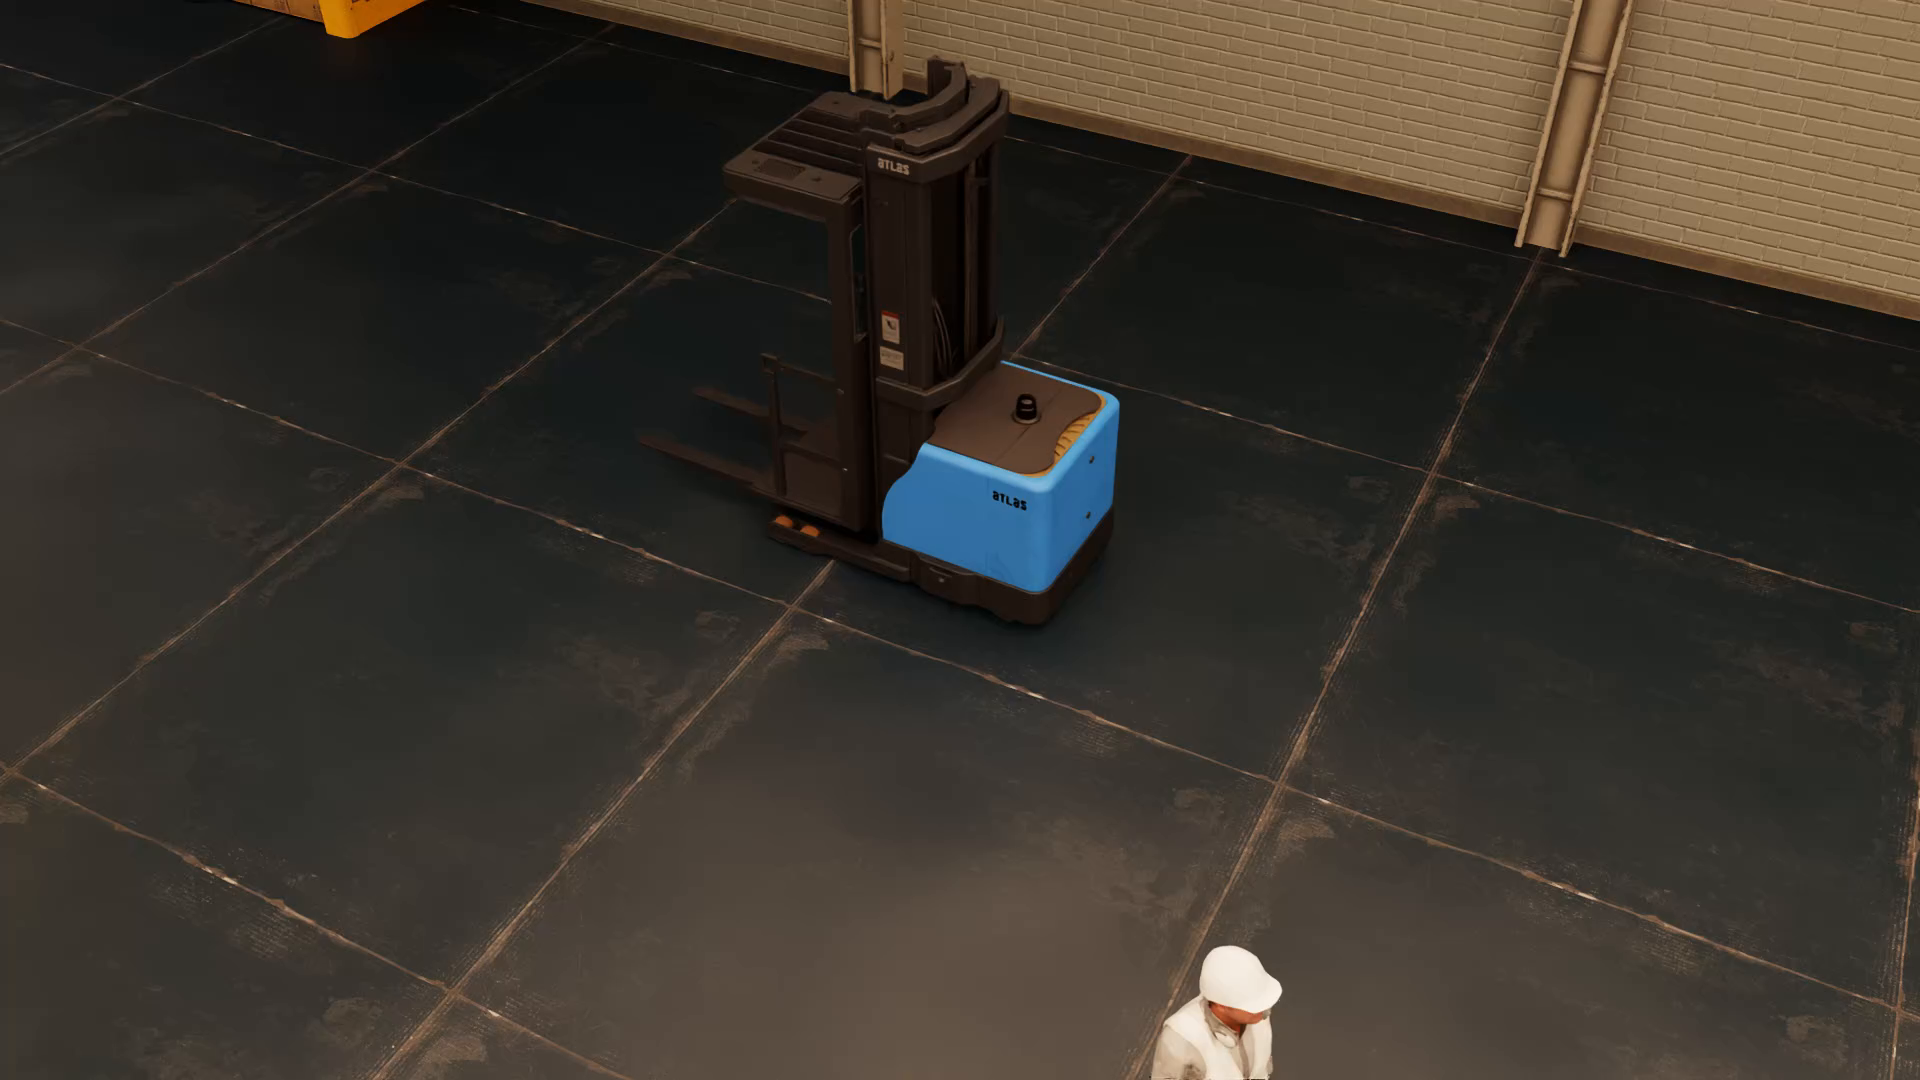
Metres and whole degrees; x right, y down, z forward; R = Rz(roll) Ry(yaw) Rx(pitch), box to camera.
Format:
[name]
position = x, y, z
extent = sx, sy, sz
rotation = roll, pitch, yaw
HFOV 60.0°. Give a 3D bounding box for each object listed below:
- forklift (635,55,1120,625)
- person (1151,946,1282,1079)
[forklift]
position = -0.605, -1.320, 9.554
extent = 3.031, 2.935, 1.130
rotation = 20, 44, 22
[person]
position = 0.995, 2.195, 6.294
extent = 0.615, 1.792, 0.492
rotation = -28, 48, -29
